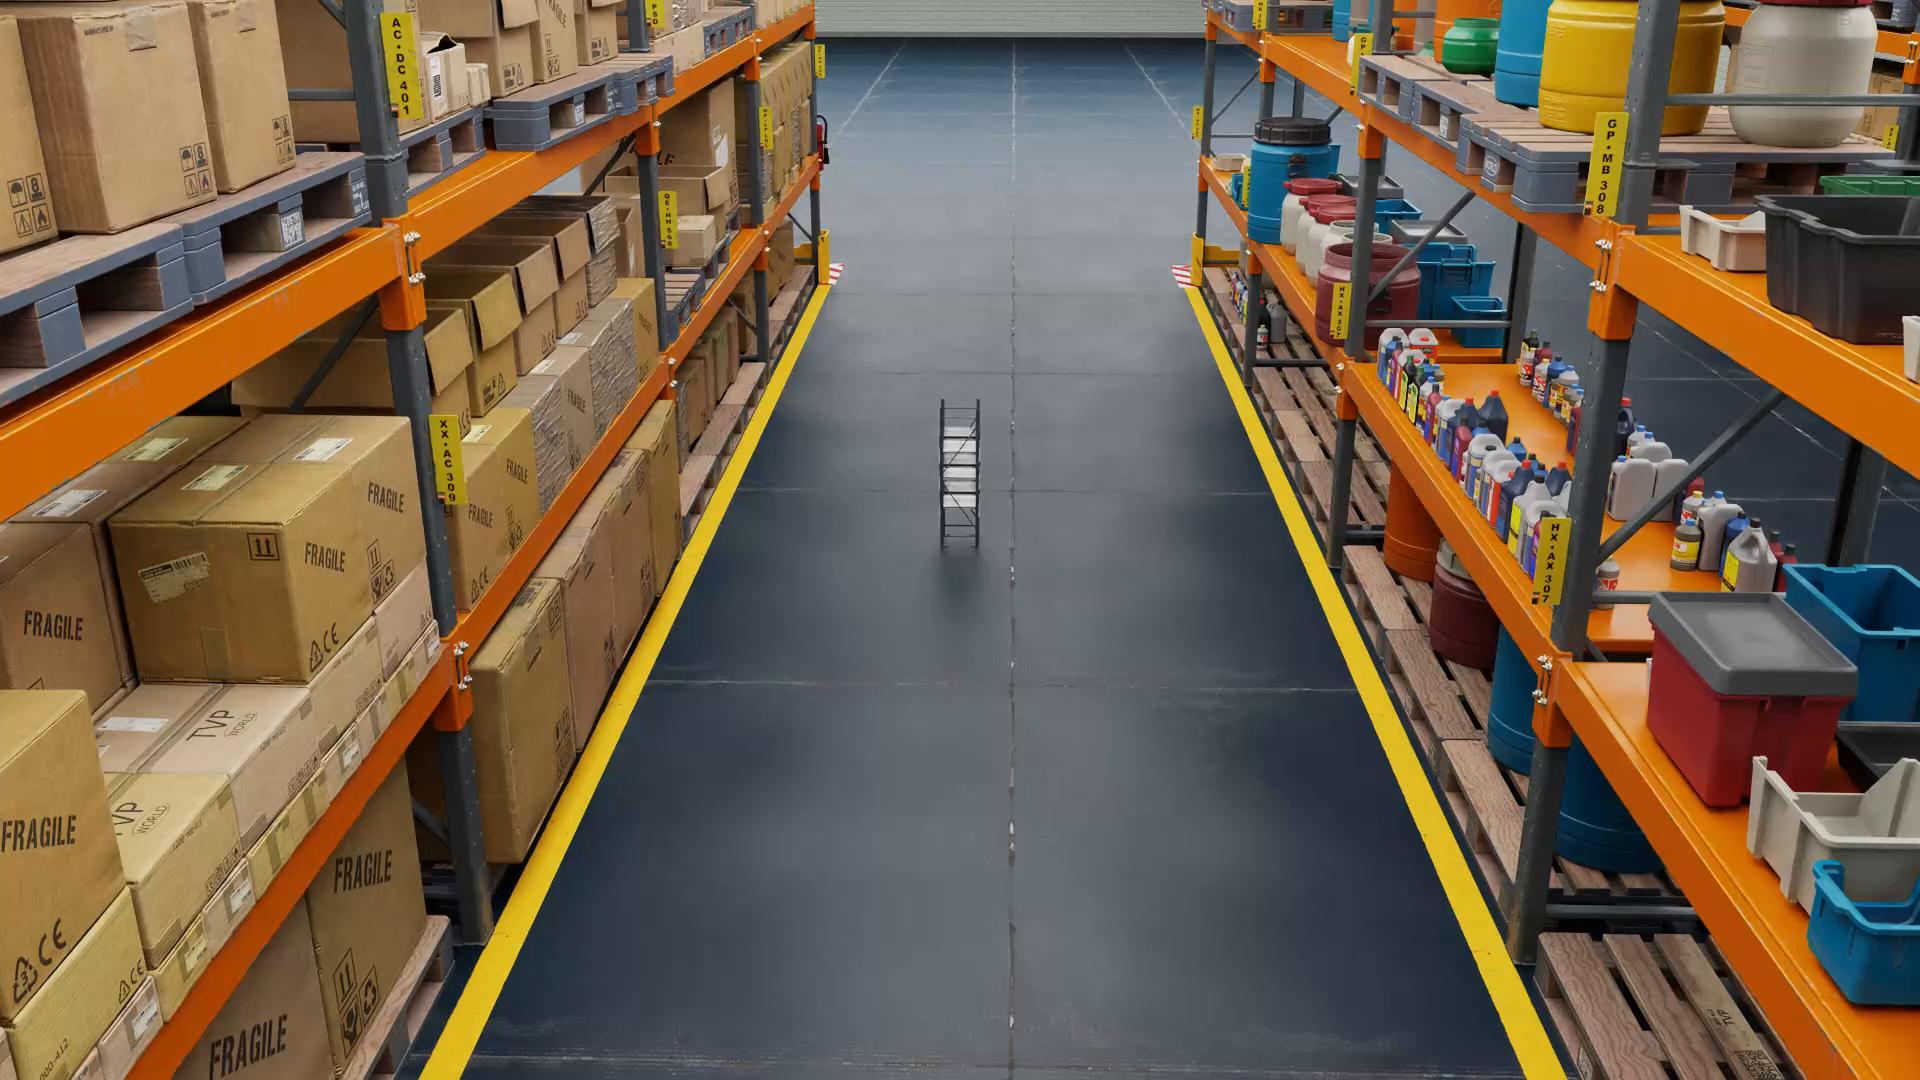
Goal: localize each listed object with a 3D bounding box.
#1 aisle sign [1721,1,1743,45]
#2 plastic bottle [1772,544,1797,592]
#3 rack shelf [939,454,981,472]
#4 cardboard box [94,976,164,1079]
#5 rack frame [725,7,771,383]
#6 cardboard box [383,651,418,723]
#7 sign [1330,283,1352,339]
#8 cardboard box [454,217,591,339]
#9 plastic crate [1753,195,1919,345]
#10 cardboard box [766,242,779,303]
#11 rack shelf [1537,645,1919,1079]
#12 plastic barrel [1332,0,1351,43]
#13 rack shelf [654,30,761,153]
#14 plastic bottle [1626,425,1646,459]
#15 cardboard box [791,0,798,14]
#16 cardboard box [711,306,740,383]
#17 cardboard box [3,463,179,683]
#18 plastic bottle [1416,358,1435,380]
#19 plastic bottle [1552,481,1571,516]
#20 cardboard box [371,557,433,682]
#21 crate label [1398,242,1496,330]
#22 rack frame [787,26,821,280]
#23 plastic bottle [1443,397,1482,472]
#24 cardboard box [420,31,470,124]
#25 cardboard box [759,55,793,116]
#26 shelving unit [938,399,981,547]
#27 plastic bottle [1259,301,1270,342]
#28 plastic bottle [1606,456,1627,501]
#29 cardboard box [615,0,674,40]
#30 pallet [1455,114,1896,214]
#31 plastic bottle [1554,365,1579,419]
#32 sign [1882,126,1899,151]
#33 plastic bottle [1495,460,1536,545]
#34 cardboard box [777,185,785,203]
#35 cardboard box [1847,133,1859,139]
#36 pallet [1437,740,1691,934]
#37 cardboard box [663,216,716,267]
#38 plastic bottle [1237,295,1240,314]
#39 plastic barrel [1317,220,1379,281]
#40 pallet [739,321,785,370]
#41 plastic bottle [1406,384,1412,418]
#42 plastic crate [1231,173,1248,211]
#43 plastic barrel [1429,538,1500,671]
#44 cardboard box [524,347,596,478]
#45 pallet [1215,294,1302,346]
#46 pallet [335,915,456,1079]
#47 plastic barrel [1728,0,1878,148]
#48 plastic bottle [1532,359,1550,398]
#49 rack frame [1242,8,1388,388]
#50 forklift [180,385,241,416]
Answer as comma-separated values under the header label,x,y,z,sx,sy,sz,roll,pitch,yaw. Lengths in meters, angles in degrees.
label,x,y,z,sx,sy,sz,roll,pitch,yaw
aisle sign,7.625,-5.310,16.475,0.394,0.787,0.004,1,21,2
plastic bottle,3.050,0.138,6.187,0.061,0.283,0.133,1,21,2
rack shelf,0.000,-0.469,10.338,0.258,0.077,0.200,1,21,2
cardboard box,-2.082,1.131,3.815,0.380,0.149,0.250,0,21,1
rack frame,-2.095,-2.735,13.432,1.000,3.000,0.127,1,21,2
cardboard box,-2.027,0.481,5.489,0.380,0.149,0.250,1,21,3
sign,2.184,-1.314,9.544,0.100,0.325,0.005,1,21,2
cardboard box,-2.277,-1.304,8.217,0.797,0.503,0.637,1,21,3
plastic crate,2.301,-0.680,4.168,0.497,0.269,0.590,1,21,2
cardboard box,-2.031,-2.544,15.813,0.500,0.500,0.500,3,21,7
rack shelf,2.552,1.270,4.103,1.077,0.370,4.000,1,21,2
plastic barrel,3.058,-4.127,12.178,0.600,0.901,0.708,1,21,2
rack shelf,-2.155,-3.075,11.156,1.077,0.370,4.000,1,21,2
plastic bottle,3.077,-0.387,7.557,0.097,0.271,0.097,0,21,0
cardboard box,-1.770,-4.967,15.245,0.500,0.250,0.500,1,21,3
cardboard box,-2.135,-1.553,13.233,0.700,0.500,0.500,-1,21,-3
cardboard box,-2.631,0.087,4.917,0.500,0.500,0.500,1,21,2
plastic bottle,2.414,-0.812,8.653,0.097,0.271,0.097,0,21,0
plastic bottle,2.458,-0.100,6.707,0.144,0.351,0.185,1,21,2
cardboard box,-2.089,0.251,5.532,0.500,0.250,0.500,0,21,1
crate label,3.035,-1.607,10.476,0.502,0.435,0.616,1,21,2
rack frame,-1.973,-4.182,17.159,1.000,3.000,0.127,1,21,2
plastic bottle,2.347,-0.500,7.738,0.144,0.351,0.185,1,21,2
cardboard box,-2.215,-1.791,6.394,0.500,0.311,0.500,0,21,0
cardboard box,-1.793,-4.089,14.989,0.500,0.500,0.500,1,21,2
shelving unit,0.000,-0.417,10.359,0.258,0.900,0.210,1,21,2
plastic bottle,2.588,-1.887,14.299,0.144,0.351,0.185,0,21,0
plastic bottle,2.918,-0.272,7.358,0.097,0.201,0.097,0,21,0
cardboard box,-1.945,-3.134,9.484,0.500,0.500,0.500,1,21,2
pallet,2.539,-1.383,6.062,1.213,0.211,1.003,1,21,2
plastic bottle,3.108,-0.758,8.513,0.097,0.271,0.097,0,21,0
sign,7.252,-3.071,12.991,0.100,0.325,0.005,1,21,2
plastic bottle,2.319,-0.168,6.884,0.144,0.351,0.185,1,21,2
cardboard box,-1.740,-3.054,14.601,0.380,0.149,0.250,1,21,2
cardboard box,7.623,-3.354,13.991,0.380,0.149,0.250,1,21,2
pallet,2.678,1.233,7.059,1.003,0.211,1.213,1,21,2
cardboard box,-1.935,-2.018,11.211,0.500,0.250,0.500,0,21,0
plastic bottle,2.595,-2.180,15.260,0.097,0.201,0.097,0,21,0
plastic barrel,2.565,-1.813,10.901,0.421,0.512,0.421,0,21,0
pallet,-2.109,-1.679,14.563,1.003,0.211,1.213,1,21,2
plastic bottle,2.349,-0.732,8.543,0.097,0.201,0.097,0,21,0
plastic crate,2.618,-3.015,14.357,0.499,0.251,0.616,1,21,2
plastic barrel,2.702,0.279,8.416,0.600,0.588,0.708,1,21,2
cardboard box,-2.034,-0.603,7.797,0.500,0.500,0.500,1,21,3
pallet,2.953,-2.065,15.560,1.003,0.211,1.213,1,21,2
pallet,-2.439,1.731,5.775,1.003,0.211,1.213,1,21,2
plastic barrel,2.879,-1.633,5.677,0.433,0.535,0.433,0,21,0
plastic bottle,3.120,-0.866,8.889,0.097,0.201,0.097,0,21,0
rack frame,2.856,-2.681,13.292,1.000,3.000,0.127,1,21,2
forklift,-4.583,-1.522,10.401,1.130,2.935,3.031,1,21,2
